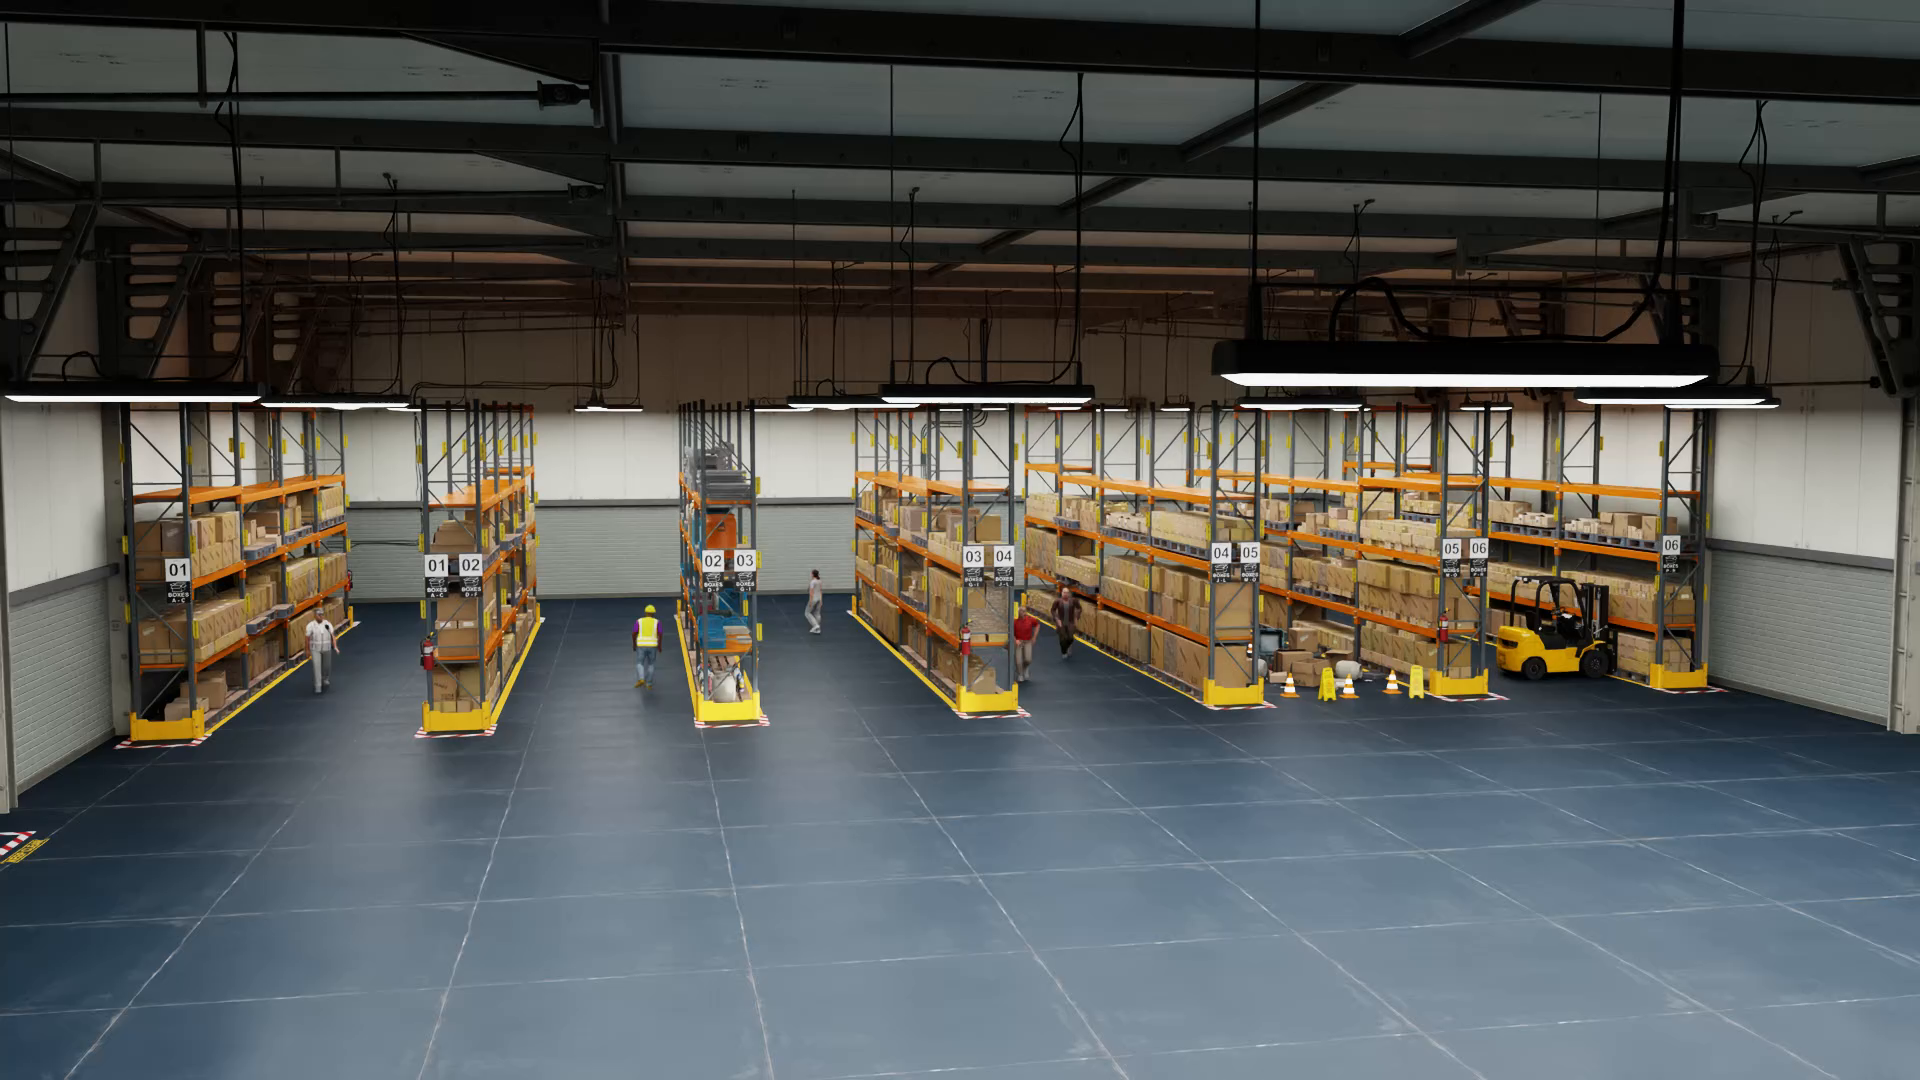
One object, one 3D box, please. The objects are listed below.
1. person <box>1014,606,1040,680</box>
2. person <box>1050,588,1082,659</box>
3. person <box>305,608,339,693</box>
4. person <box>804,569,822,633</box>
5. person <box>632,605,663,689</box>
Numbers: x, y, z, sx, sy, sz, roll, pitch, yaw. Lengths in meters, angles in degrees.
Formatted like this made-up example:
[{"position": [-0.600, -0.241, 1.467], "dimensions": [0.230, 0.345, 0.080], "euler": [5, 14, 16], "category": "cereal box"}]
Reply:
[{"position": [1.362, 2.218, 35.651], "dimensions": [0.706, 1.642, 0.735], "euler": [0, 4, -2], "category": "person"}, {"position": [2.486, 1.956, 38.976], "dimensions": [0.751, 1.673, 0.643], "euler": [0, 4, -2], "category": "person"}, {"position": [-13.207, 2.245, 34.400], "dimensions": [0.639, 1.722, 1.037], "euler": [-2, 5, -26], "category": "person"}, {"position": [-3.771, 1.607, 43.517], "dimensions": [0.465, 1.670, 0.498], "euler": [3, 5, 36], "category": "person"}, {"position": [-6.513, 2.243, 34.668], "dimensions": [0.629, 1.736, 0.663], "euler": [-1, 4, -9], "category": "person"}]
